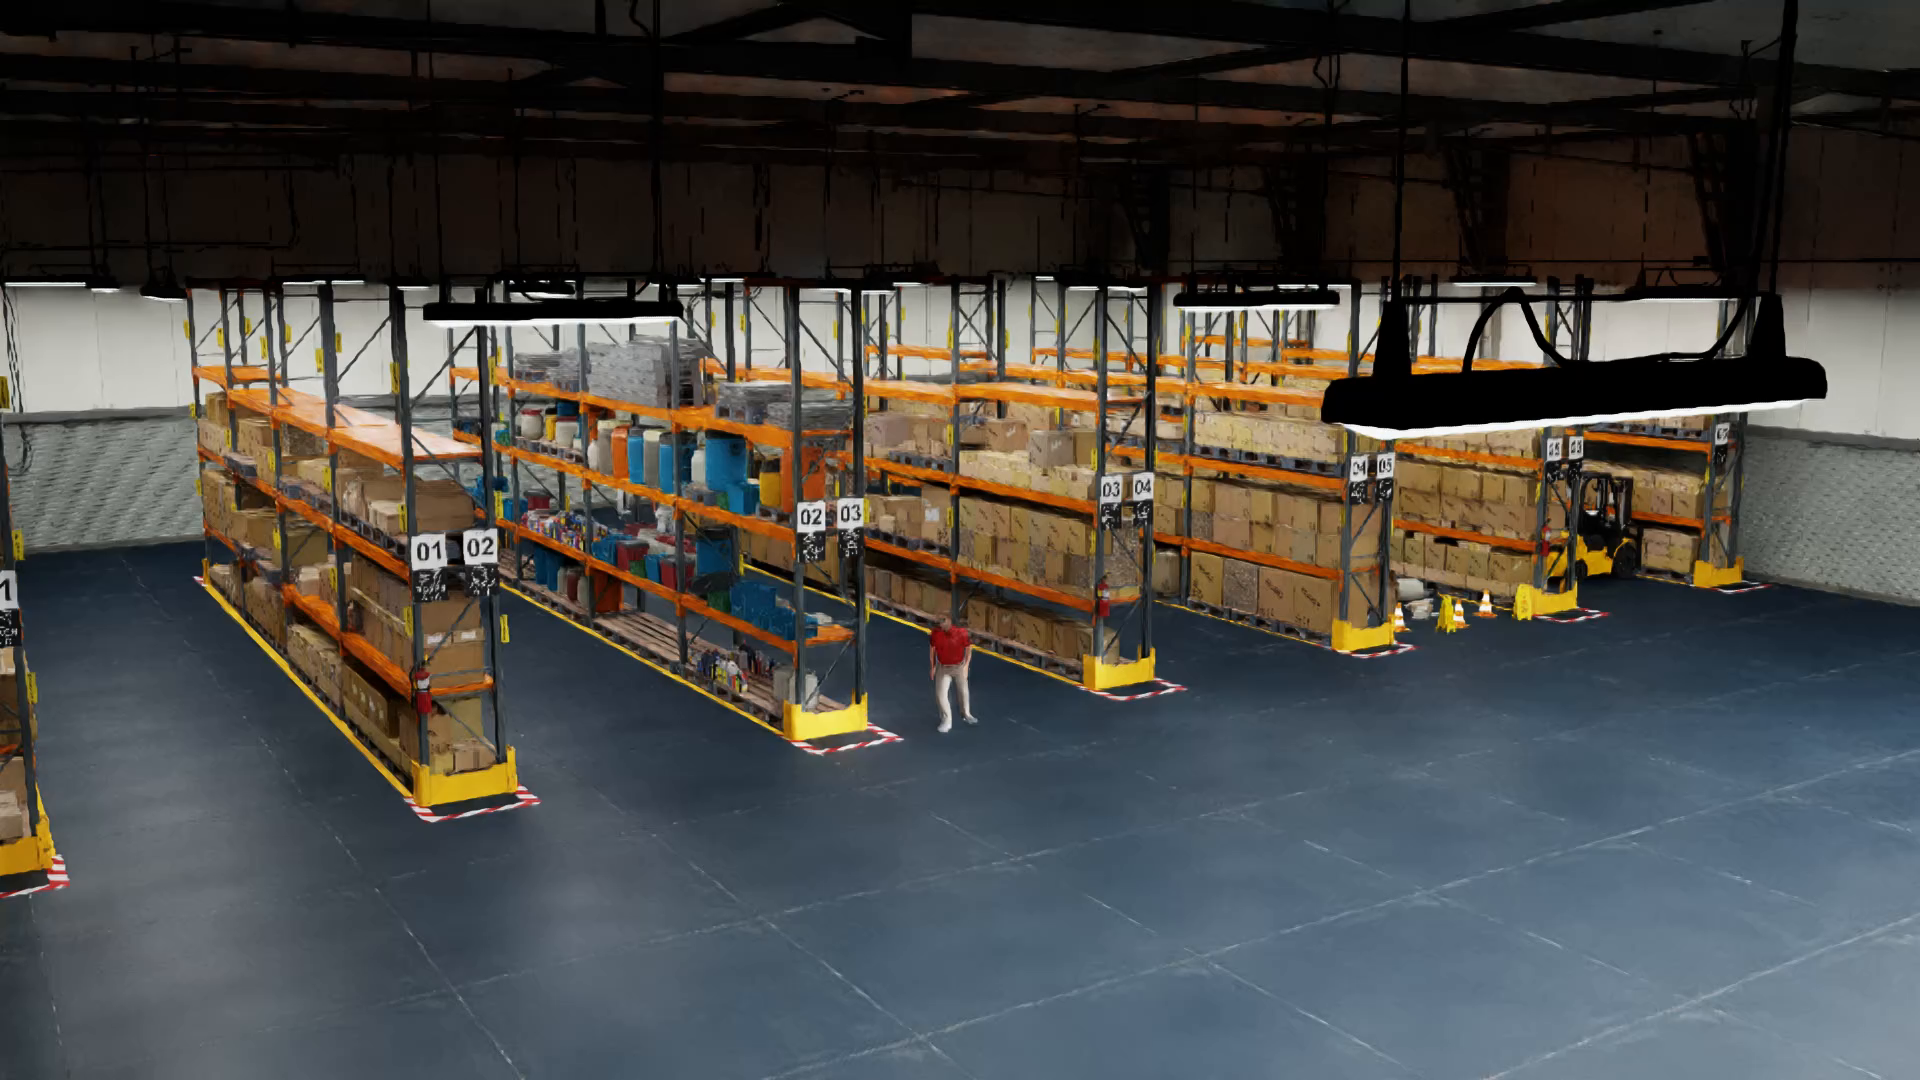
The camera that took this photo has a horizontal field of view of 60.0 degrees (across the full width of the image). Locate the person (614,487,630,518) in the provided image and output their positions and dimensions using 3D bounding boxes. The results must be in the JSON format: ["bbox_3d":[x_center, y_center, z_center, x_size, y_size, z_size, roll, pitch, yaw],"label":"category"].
[{"bbox_3d":[-8.370,-1.392,41.382,0.461,1.622,0.917,-3,10,-16],"label":"person"}]

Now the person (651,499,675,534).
[{"bbox_3d":[-6.373,-0.562,36.165,0.677,1.742,0.552,-6,11,-33],"label":"person"}]

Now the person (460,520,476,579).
[{"bbox_3d":[-9.088,0.398,30.786,0.639,1.632,0.498,-6,12,-34],"label":"person"}]

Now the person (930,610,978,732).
[{"bbox_3d":[-0.087,1.737,22.633,0.653,1.683,0.682,1,10,5],"label":"person"}]
